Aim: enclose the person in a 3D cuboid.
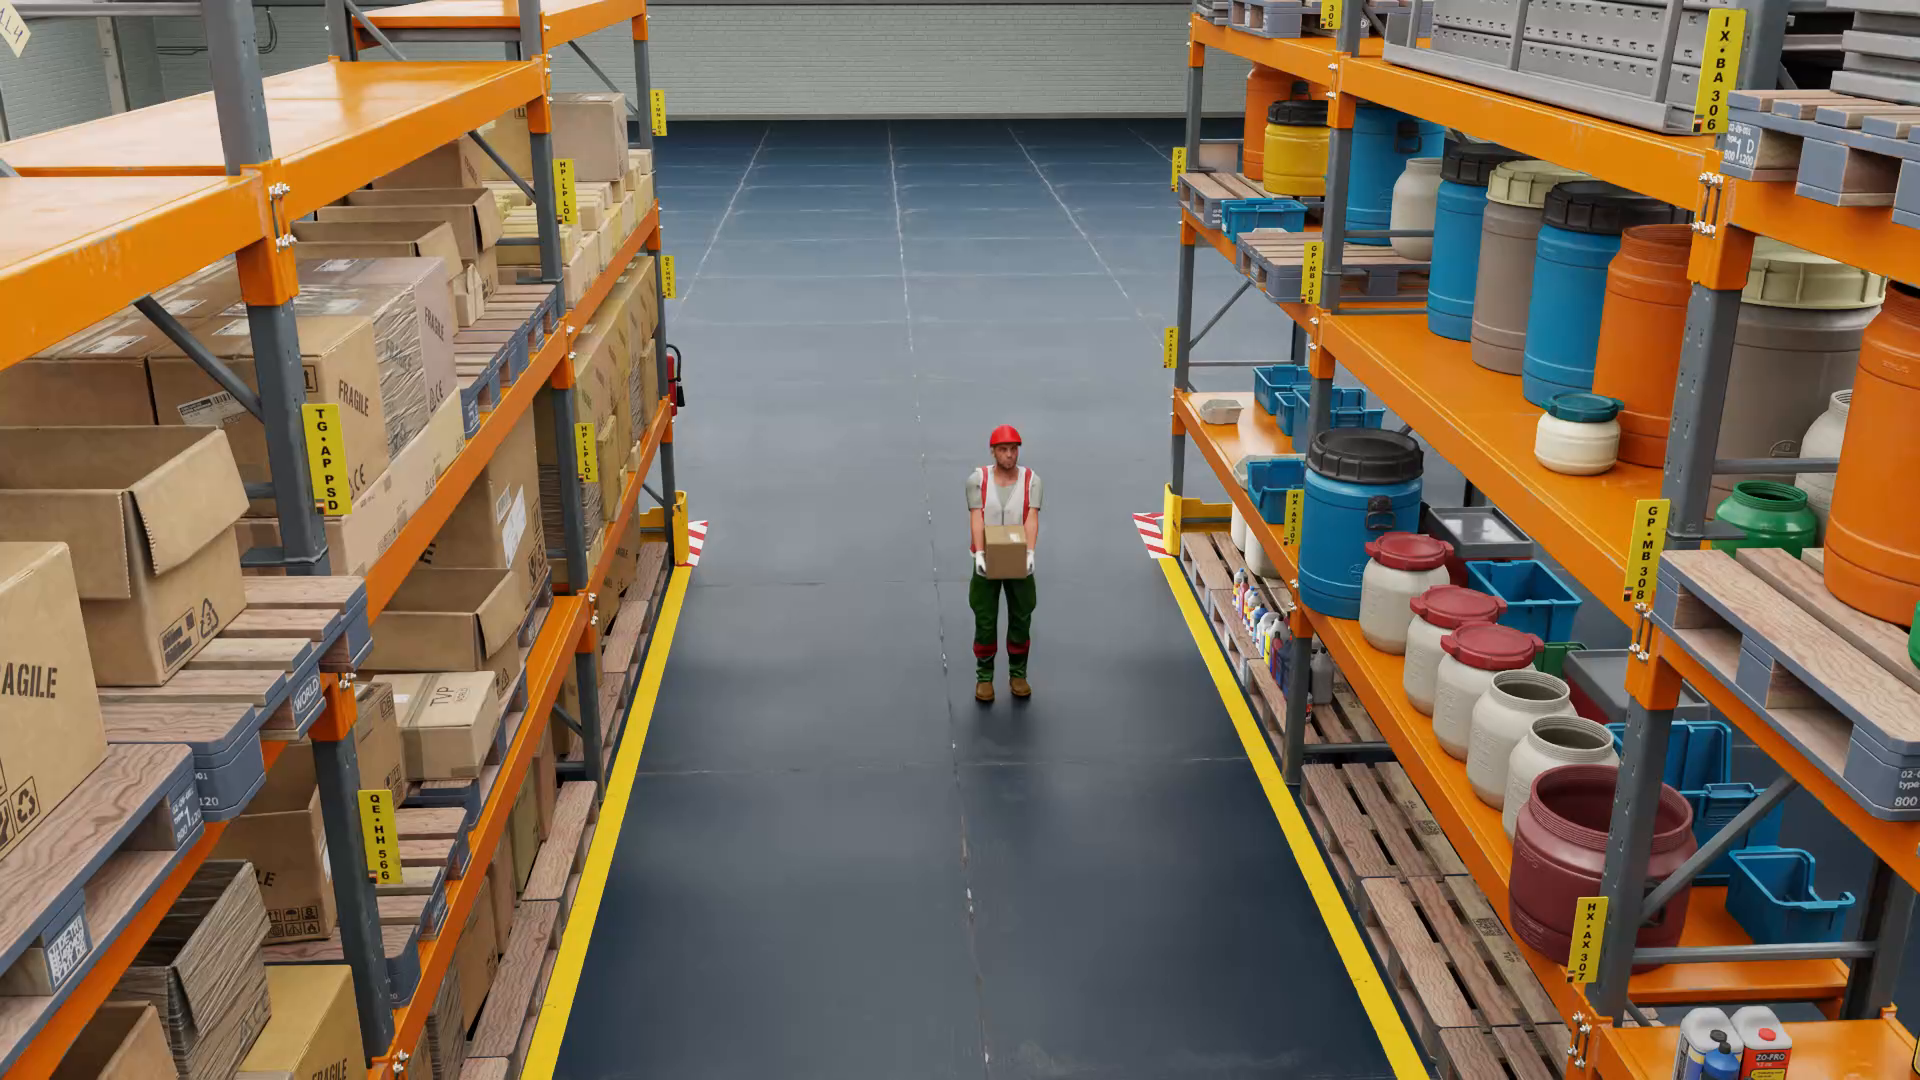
[{"bbox_3d":[0.287,0.172,10.583,0.493,1.782,0.572,-1,20,-3],"label":"person"}]
